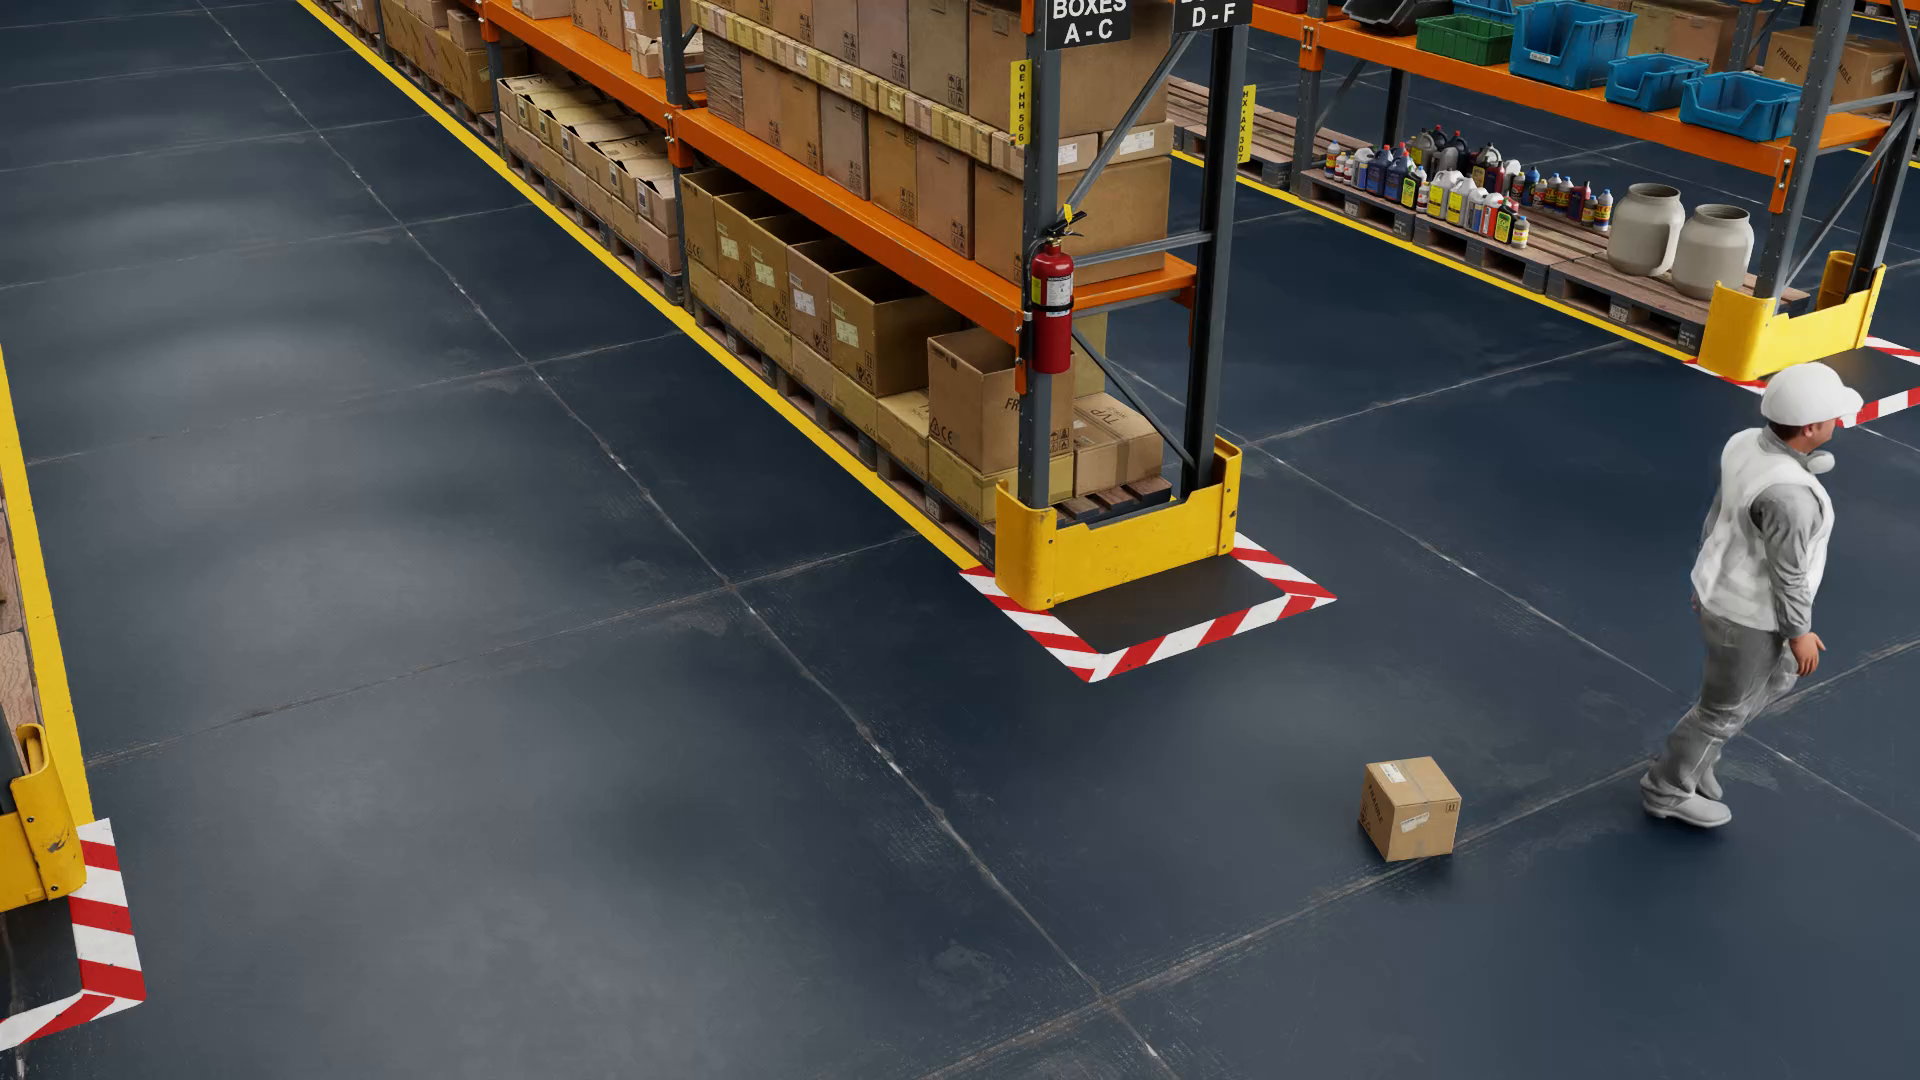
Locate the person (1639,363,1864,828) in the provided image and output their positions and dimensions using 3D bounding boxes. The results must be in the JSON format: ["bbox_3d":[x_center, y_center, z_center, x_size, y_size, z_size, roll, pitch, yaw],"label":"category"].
[{"bbox_3d":[2.714,0.233,5.664,0.487,1.809,0.547,6,29,10],"label":"person"}]
